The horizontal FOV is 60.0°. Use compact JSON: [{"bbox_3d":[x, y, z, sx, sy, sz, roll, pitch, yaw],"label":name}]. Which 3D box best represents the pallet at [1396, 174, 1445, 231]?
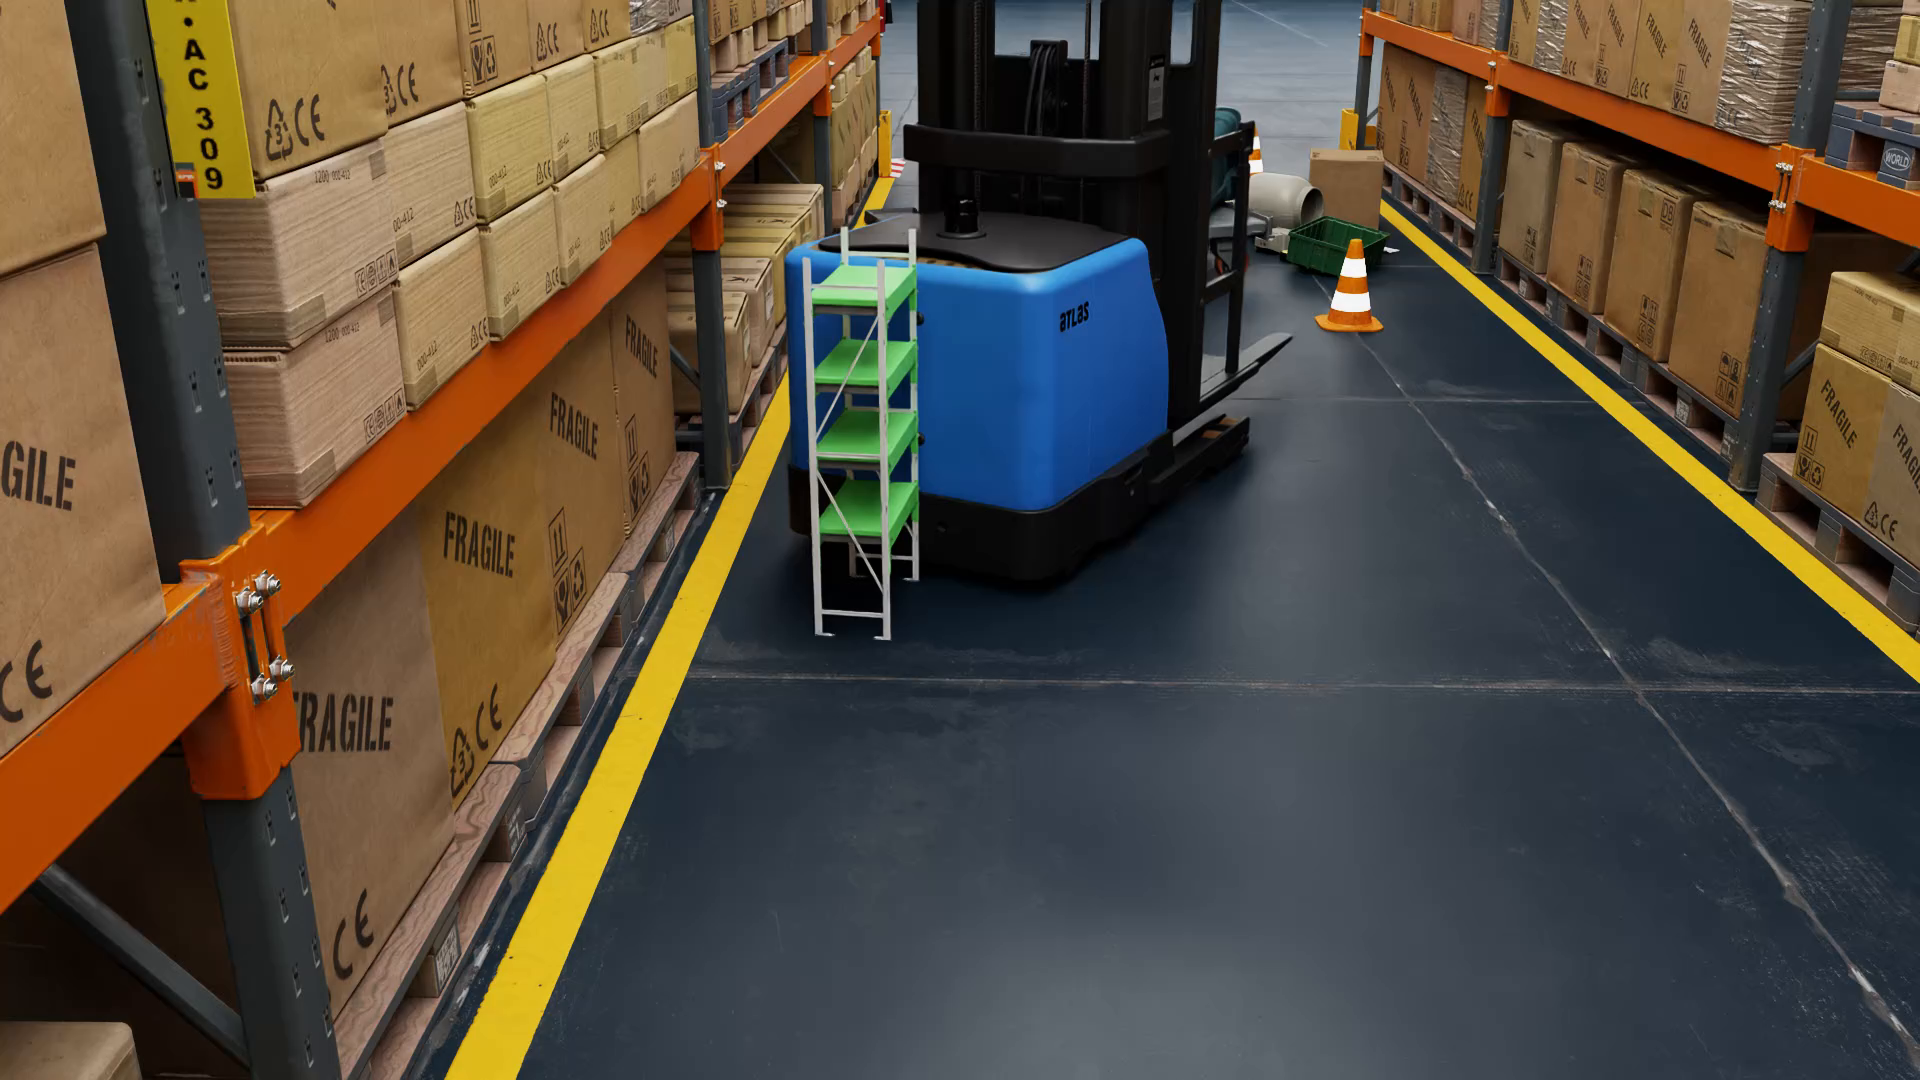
[{"bbox_3d":[3.801,-2.457,12.068,1.003,0.211,1.213,1,21,2],"label":"pallet"}]

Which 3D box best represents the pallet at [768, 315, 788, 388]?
[{"bbox_3d":[-1.342,-1.034,8.403,1.003,0.211,1.213,1,21,2],"label":"pallet"}]

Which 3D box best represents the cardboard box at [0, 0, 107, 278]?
[{"bbox_3d":[-1.267,-0.505,1.663,0.500,0.500,0.500,0,21,1],"label":"cardboard box"}]

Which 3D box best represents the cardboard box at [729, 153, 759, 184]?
[{"bbox_3d":[-1.536,-2.539,10.609,0.500,0.500,0.500,0,21,1],"label":"cardboard box"}]

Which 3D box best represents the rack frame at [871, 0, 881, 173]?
[{"bbox_3d":[-1.164,-4.504,13.491,1.000,3.000,0.127,1,21,2],"label":"rack frame"}]

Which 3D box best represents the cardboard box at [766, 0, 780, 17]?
[{"bbox_3d":[-1.121,-2.714,7.748,0.500,0.500,0.500,0,21,0],"label":"cardboard box"}]

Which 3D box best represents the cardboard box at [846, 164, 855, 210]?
[{"bbox_3d":[-0.993,-2.376,11.225,0.500,0.250,0.500,2,21,5],"label":"cardboard box"}]

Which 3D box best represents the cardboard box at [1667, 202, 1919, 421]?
[{"bbox_3d":[3.652,-0.960,6.886,1.050,0.750,0.750,0,21,1],"label":"cardboard box"}]

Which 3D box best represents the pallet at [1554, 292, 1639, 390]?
[{"bbox_3d":[3.683,-1.018,8.361,1.003,0.211,1.213,1,21,2],"label":"pallet"}]

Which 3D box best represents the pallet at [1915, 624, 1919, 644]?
[{"bbox_3d":[3.479,0.429,4.633,1.003,0.211,1.213,1,21,2],"label":"pallet"}]

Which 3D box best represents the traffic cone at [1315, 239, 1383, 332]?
[{"bbox_3d":[2.115,-1.389,8.970,0.336,0.463,0.334,1,21,2],"label":"traffic cone"}]

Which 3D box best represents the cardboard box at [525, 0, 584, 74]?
[{"bbox_3d":[-1.213,-1.387,3.936,0.500,0.500,0.500,0,21,1],"label":"cardboard box"}]

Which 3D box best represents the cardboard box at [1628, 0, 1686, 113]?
[{"bbox_3d":[3.321,-2.167,7.330,0.500,0.500,0.500,0,21,1],"label":"cardboard box"}]

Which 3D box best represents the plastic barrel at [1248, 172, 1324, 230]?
[{"bbox_3d":[2.167,-2.266,11.284,0.512,0.421,0.421,18,27,38],"label":"plastic barrel"}]

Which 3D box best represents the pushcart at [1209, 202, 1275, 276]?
[{"bbox_3d":[0.995,-1.829,10.220,1.648,0.377,0.936,-7,22,-17],"label":"pushcart"}]

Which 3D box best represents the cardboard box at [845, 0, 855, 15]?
[{"bbox_3d":[-0.973,-3.763,11.030,0.500,0.500,0.500,0,21,1],"label":"cardboard box"}]

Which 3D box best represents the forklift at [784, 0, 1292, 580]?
[{"bbox_3d":[0.551,-1.721,6.413,1.130,2.935,3.031,11,24,27],"label":"forklift"}]

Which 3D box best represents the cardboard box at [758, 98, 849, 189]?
[{"bbox_3d":[-0.998,-2.532,10.592,0.500,0.500,0.500,2,21,4],"label":"cardboard box"}]

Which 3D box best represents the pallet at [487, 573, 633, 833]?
[{"bbox_3d":[-1.546,0.412,4.674,1.003,0.211,1.213,1,21,2],"label":"pallet"}]

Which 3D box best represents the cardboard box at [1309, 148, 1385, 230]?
[{"bbox_3d":[2.687,-2.449,11.645,0.500,0.500,0.500,4,22,11],"label":"cardboard box"}]

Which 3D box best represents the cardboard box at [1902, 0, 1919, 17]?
[{"bbox_3d":[3.336,-1.783,5.423,0.380,0.149,0.250,1,21,2],"label":"cardboard box"}]

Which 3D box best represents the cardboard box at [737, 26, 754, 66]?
[{"bbox_3d":[-1.086,-2.106,7.075,0.380,0.149,0.250,1,21,2],"label":"cardboard box"}]

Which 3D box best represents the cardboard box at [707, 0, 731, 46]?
[{"bbox_3d":[-1.162,-2.153,6.301,0.500,0.500,0.500,0,21,0],"label":"cardboard box"}]

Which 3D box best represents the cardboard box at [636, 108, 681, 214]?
[{"bbox_3d":[-1.163,-1.171,5.108,0.500,0.250,0.500,1,21,3],"label":"cardboard box"}]

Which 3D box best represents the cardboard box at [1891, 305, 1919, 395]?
[{"bbox_3d":[3.265,-0.544,5.123,0.500,0.250,0.500,0,21,1],"label":"cardboard box"}]

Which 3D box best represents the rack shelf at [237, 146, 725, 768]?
[{"bbox_3d":[-1.468,-0.553,4.303,1.077,0.370,4.000,1,21,2],"label":"rack shelf"}]

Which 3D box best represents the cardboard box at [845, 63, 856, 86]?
[{"bbox_3d":[-0.915,-3.162,11.319,0.380,0.149,0.250,2,21,5],"label":"cardboard box"}]

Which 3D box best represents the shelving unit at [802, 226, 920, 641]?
[{"bbox_3d":[-0.298,-0.339,5.243,0.258,1.200,0.503,3,21,9],"label":"shelving unit"}]

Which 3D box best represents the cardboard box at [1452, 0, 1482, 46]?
[{"bbox_3d":[3.659,-3.443,10.548,0.875,0.550,0.550,1,21,2],"label":"cardboard box"}]

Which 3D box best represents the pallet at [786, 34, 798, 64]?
[{"bbox_3d":[-1.454,-2.694,9.091,1.003,0.211,1.213,1,21,2],"label":"pallet"}]

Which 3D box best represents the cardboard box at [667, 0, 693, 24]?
[{"bbox_3d":[-1.161,-1.935,5.348,0.500,0.500,0.500,0,21,0],"label":"cardboard box"}]

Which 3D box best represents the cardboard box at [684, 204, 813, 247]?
[{"bbox_3d":[-1.317,-1.579,9.004,0.950,0.372,0.625,2,21,5],"label":"cardboard box"}]

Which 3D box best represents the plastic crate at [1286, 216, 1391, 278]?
[{"bbox_3d":[2.361,-1.833,10.415,0.450,0.188,0.662,23,29,25],"label":"plastic crate"}]

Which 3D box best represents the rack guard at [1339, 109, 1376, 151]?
[{"bbox_3d":[3.788,-3.330,13.920,1.175,0.500,0.348,1,21,2],"label":"rack guard"}]

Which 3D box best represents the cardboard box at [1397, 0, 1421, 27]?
[{"bbox_3d":[3.684,-4.022,12.040,0.875,0.550,0.550,1,21,2],"label":"cardboard box"}]

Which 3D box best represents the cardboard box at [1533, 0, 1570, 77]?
[{"bbox_3d":[3.366,-2.717,8.747,0.500,0.500,0.500,1,21,2],"label":"cardboard box"}]

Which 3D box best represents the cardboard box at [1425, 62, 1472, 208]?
[{"bbox_3d":[3.778,-2.798,11.450,0.875,0.875,0.875,1,21,2],"label":"cardboard box"}]

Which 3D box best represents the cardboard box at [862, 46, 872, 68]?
[{"bbox_3d":[-0.871,-3.644,12.562,0.380,0.149,0.250,1,21,3],"label":"cardboard box"}]

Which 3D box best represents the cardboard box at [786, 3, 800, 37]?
[{"bbox_3d":[-1.027,-2.667,8.522,0.380,0.149,0.250,1,21,2],"label":"cardboard box"}]

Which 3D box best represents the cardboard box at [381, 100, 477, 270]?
[{"bbox_3d":[-1.246,-0.674,3.134,0.500,0.250,0.500,1,21,2],"label":"cardboard box"}]

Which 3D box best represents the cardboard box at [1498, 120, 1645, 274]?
[{"bbox_3d":[3.736,-1.962,9.468,1.050,0.750,0.750,1,21,1],"label":"cardboard box"}]

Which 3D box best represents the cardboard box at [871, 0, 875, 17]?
[{"bbox_3d":[-0.858,-4.157,12.943,0.380,0.149,0.250,0,21,1],"label":"cardboard box"}]

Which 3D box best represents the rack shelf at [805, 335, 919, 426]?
[{"bbox_3d":[-0.298,-0.503,5.180,0.258,0.148,0.480,3,21,9],"label":"rack shelf"}]

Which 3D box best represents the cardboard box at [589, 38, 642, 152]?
[{"bbox_3d":[-1.175,-1.226,4.559,0.500,0.250,0.500,0,21,0],"label":"cardboard box"}]

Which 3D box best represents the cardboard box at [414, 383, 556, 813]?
[{"bbox_3d":[-1.570,0.077,4.039,0.875,0.875,0.875,1,21,3],"label":"cardboard box"}]

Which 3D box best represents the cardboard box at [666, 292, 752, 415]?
[{"bbox_3d":[-1.380,-0.787,6.962,0.950,0.372,0.625,-1,21,-2],"label":"cardboard box"}]

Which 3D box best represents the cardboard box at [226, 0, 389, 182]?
[{"bbox_3d":[-1.228,-0.834,2.512,0.500,0.500,0.500,1,21,2],"label":"cardboard box"}]

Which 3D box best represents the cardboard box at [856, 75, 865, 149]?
[{"bbox_3d":[-0.962,-3.104,12.067,0.500,0.500,0.500,0,21,0],"label":"cardboard box"}]

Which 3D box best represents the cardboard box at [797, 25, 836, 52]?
[{"bbox_3d":[-0.955,-3.051,10.094,0.380,0.149,0.250,1,21,1],"label":"cardboard box"}]

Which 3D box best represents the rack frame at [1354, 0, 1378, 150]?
[{"bbox_3d":[3.787,-4.487,13.445,1.000,3.000,0.127,1,21,2],"label":"rack frame"}]

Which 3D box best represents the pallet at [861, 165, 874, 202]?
[{"bbox_3d":[-1.226,-2.884,13.169,1.003,0.211,1.213,1,21,2],"label":"pallet"}]

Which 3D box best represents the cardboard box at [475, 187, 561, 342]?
[{"bbox_3d":[-1.206,-0.624,3.698,0.500,0.250,0.500,0,21,1],"label":"cardboard box"}]

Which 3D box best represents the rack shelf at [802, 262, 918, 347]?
[{"bbox_3d":[-0.298,-0.727,5.093,0.258,0.148,0.480,3,21,9],"label":"rack shelf"}]

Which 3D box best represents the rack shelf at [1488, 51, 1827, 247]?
[{"bbox_3d":[3.605,-1.982,7.984,1.077,0.370,4.000,1,21,2],"label":"rack shelf"}]

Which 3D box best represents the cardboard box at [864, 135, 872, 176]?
[{"bbox_3d":[-0.943,-2.936,12.669,0.500,0.250,0.500,1,21,2],"label":"cardboard box"}]
